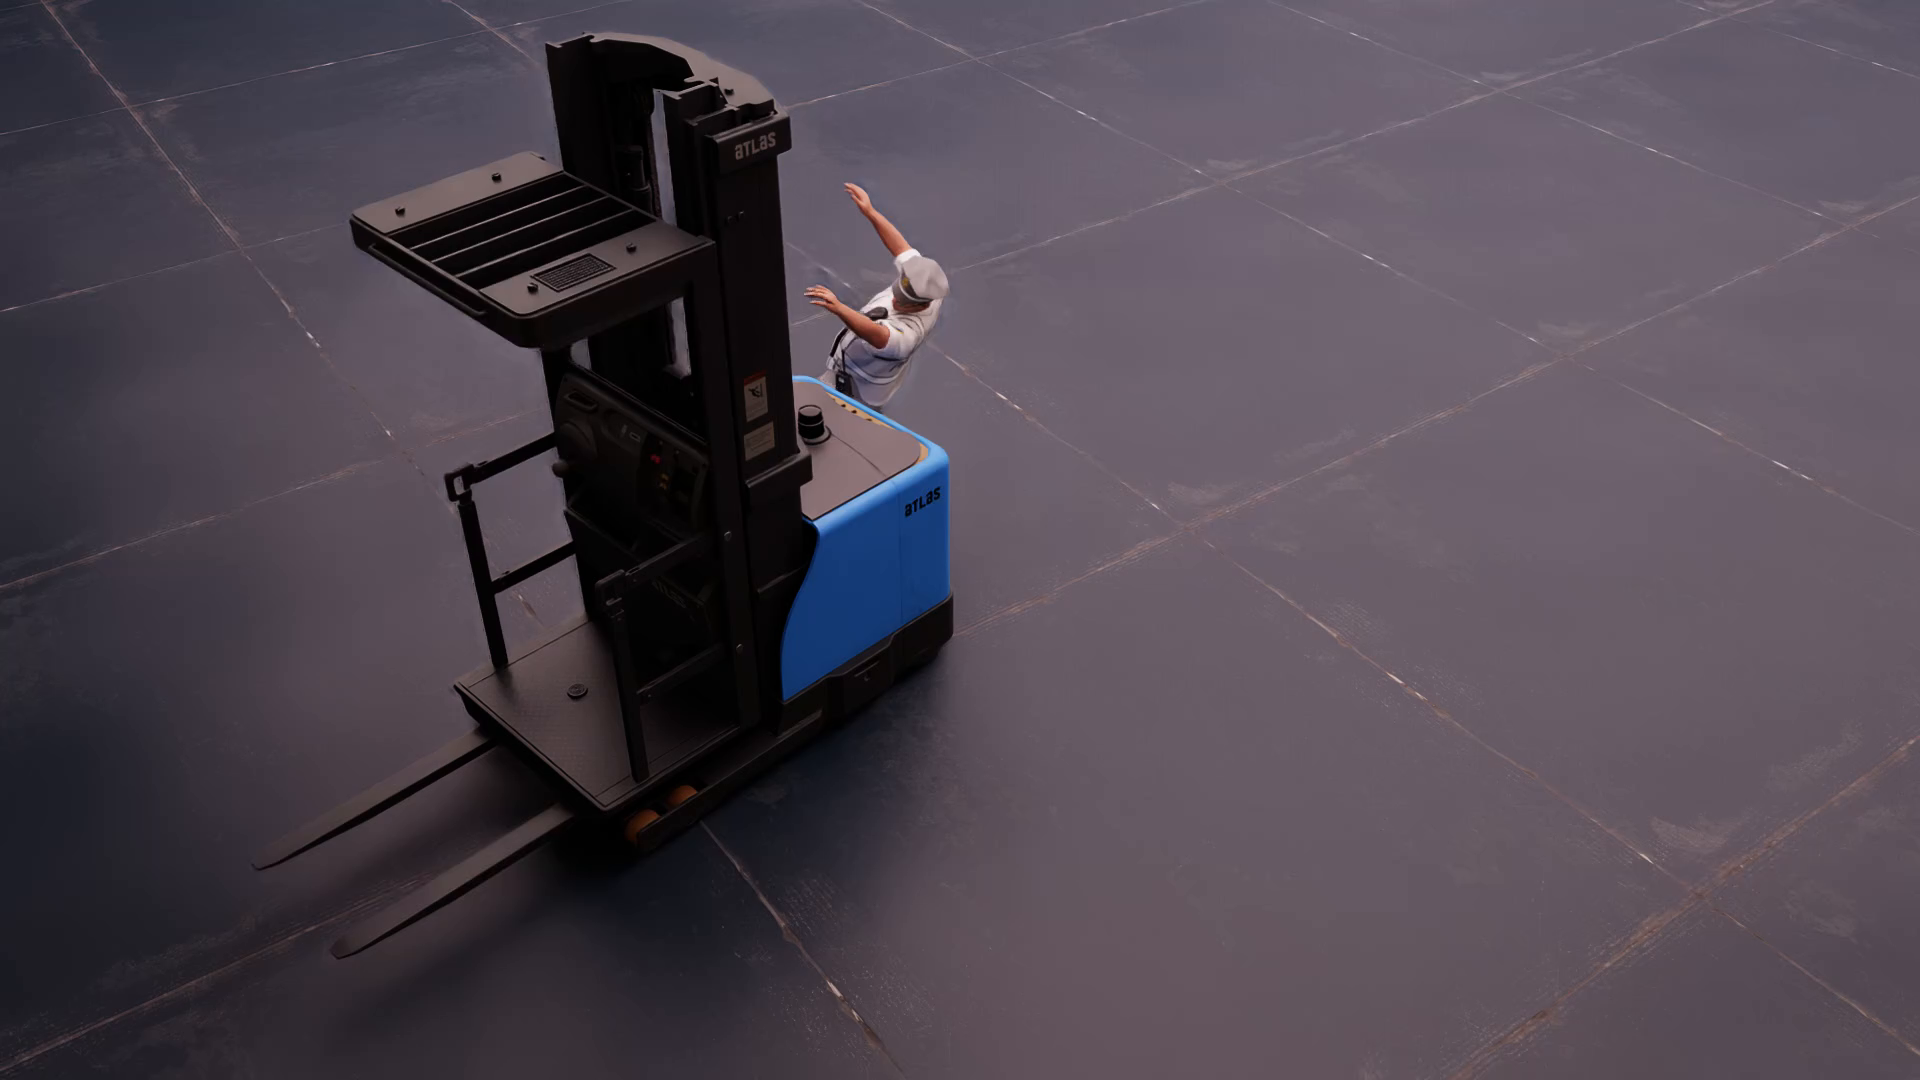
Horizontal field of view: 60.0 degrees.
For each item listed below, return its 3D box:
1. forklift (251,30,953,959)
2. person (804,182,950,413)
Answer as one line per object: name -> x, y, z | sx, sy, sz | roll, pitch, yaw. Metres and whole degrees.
forklift -> -1.422, -0.271, 6.311 | 1.130, 2.935, 3.031 | 30, 46, 34
person -> -0.480, -0.786, 8.120 | 0.845, 1.684, 1.048 | 15, 39, 19
